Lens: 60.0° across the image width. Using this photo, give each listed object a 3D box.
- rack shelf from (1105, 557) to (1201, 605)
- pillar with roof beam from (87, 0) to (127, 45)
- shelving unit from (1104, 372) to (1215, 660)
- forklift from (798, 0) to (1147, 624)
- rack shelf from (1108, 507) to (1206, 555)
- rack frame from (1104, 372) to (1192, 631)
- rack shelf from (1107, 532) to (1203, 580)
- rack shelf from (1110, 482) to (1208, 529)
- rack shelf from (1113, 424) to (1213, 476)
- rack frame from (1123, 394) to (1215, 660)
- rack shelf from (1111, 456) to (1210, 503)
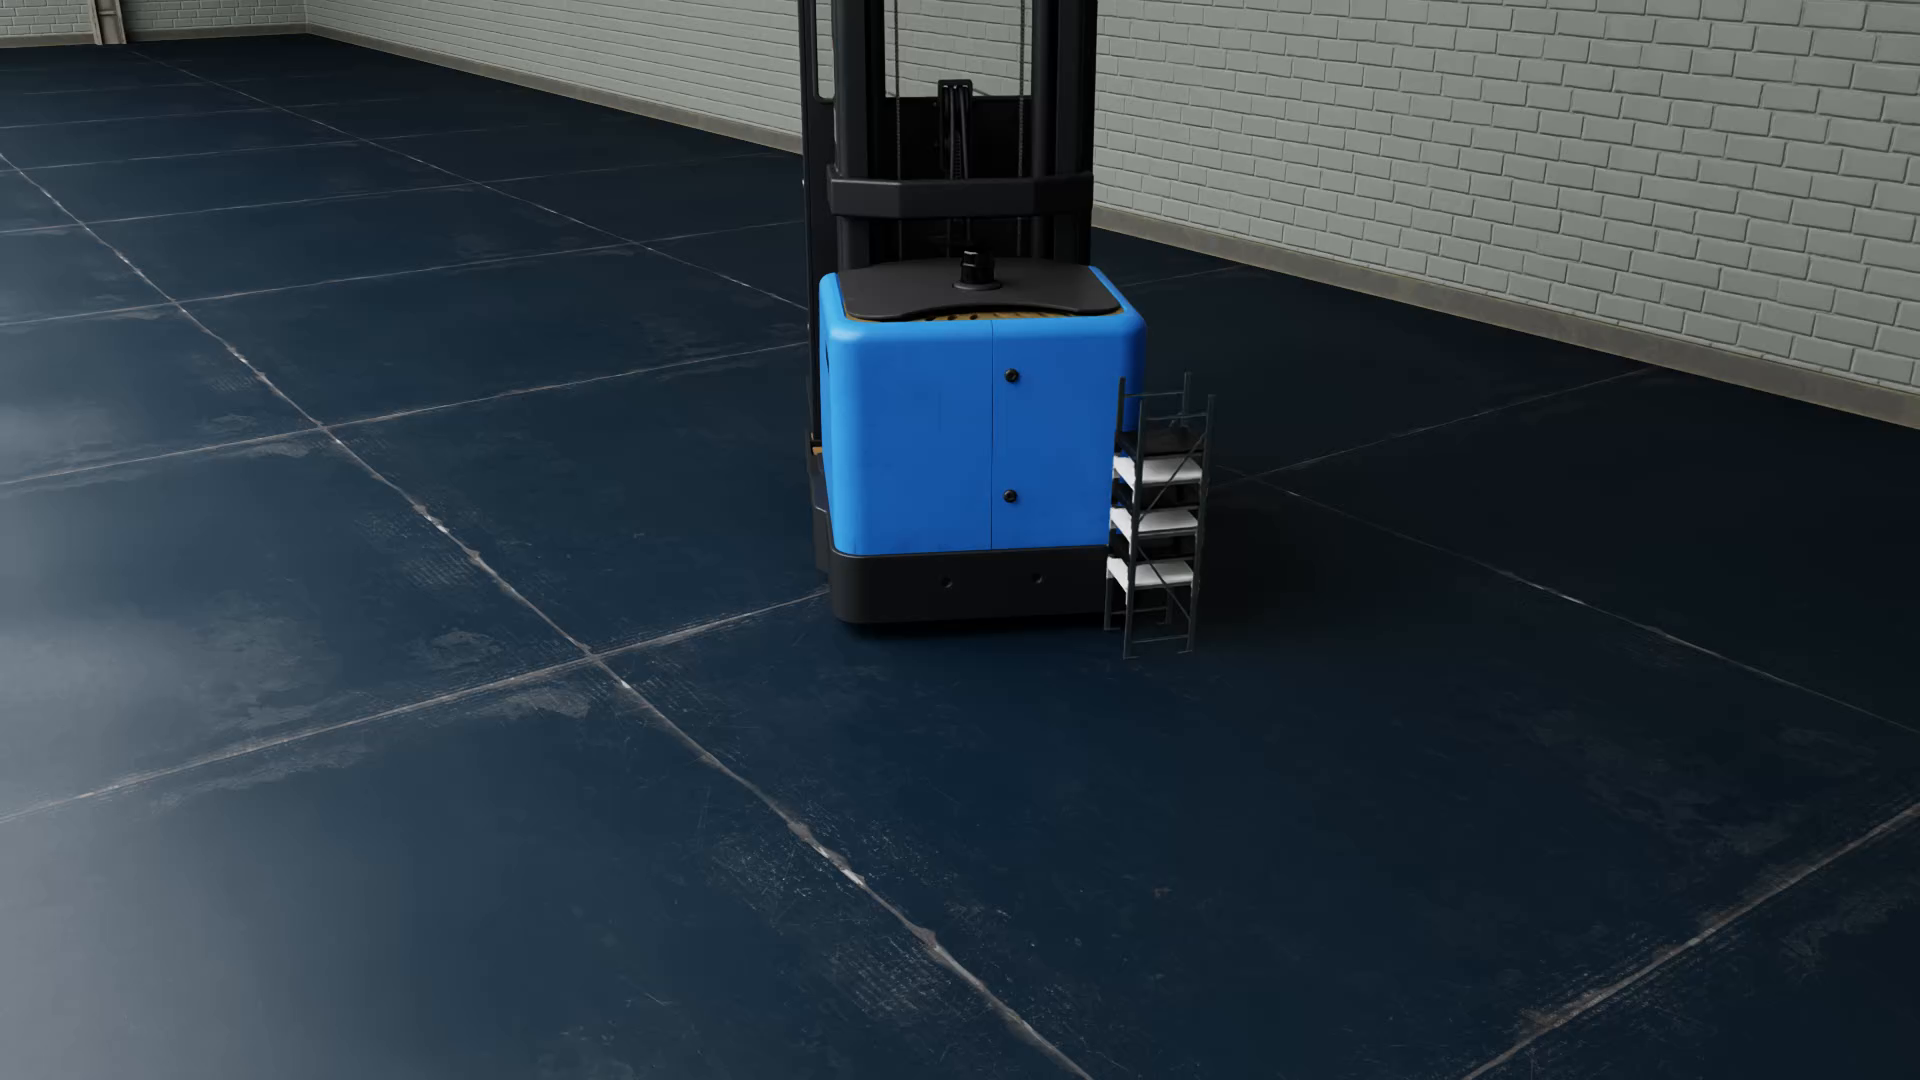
[{"bbox_3d":[0.629,0.122,5.433,0.258,0.077,0.200,-5,26,-13],"label":"rack shelf"},{"bbox_3d":[-10.455,-10.467,20.485,0.400,9.000,9.100,-15,26,-33],"label":"pillar with roof beam"},{"bbox_3d":[0.633,-0.071,5.342,0.258,0.900,0.210,-5,26,-13],"label":"shelving unit"},{"bbox_3d":[-0.074,-1.592,6.430,1.130,2.935,3.031,-3,22,-6],"label":"forklift"},{"bbox_3d":[0.632,-0.040,5.356,0.258,0.077,0.200,-5,26,-13],"label":"rack shelf"},{"bbox_3d":[0.608,-0.113,5.431,0.240,0.900,0.006,-5,26,-13],"label":"rack frame"},{"bbox_3d":[0.631,0.041,5.395,0.258,0.077,0.200,-5,26,-13],"label":"rack shelf"},{"bbox_3d":[0.633,-0.122,5.317,0.258,0.077,0.200,-5,26,-13],"label":"rack shelf"},{"bbox_3d":[0.636,-0.284,5.240,0.258,0.077,0.200,-5,26,-13],"label":"rack shelf"},{"bbox_3d":[0.657,-0.028,5.253,0.240,0.900,0.006,-5,26,-13],"label":"rack frame"},{"bbox_3d":[0.635,-0.203,5.279,0.258,0.077,0.200,-5,26,-13],"label":"rack shelf"}]
